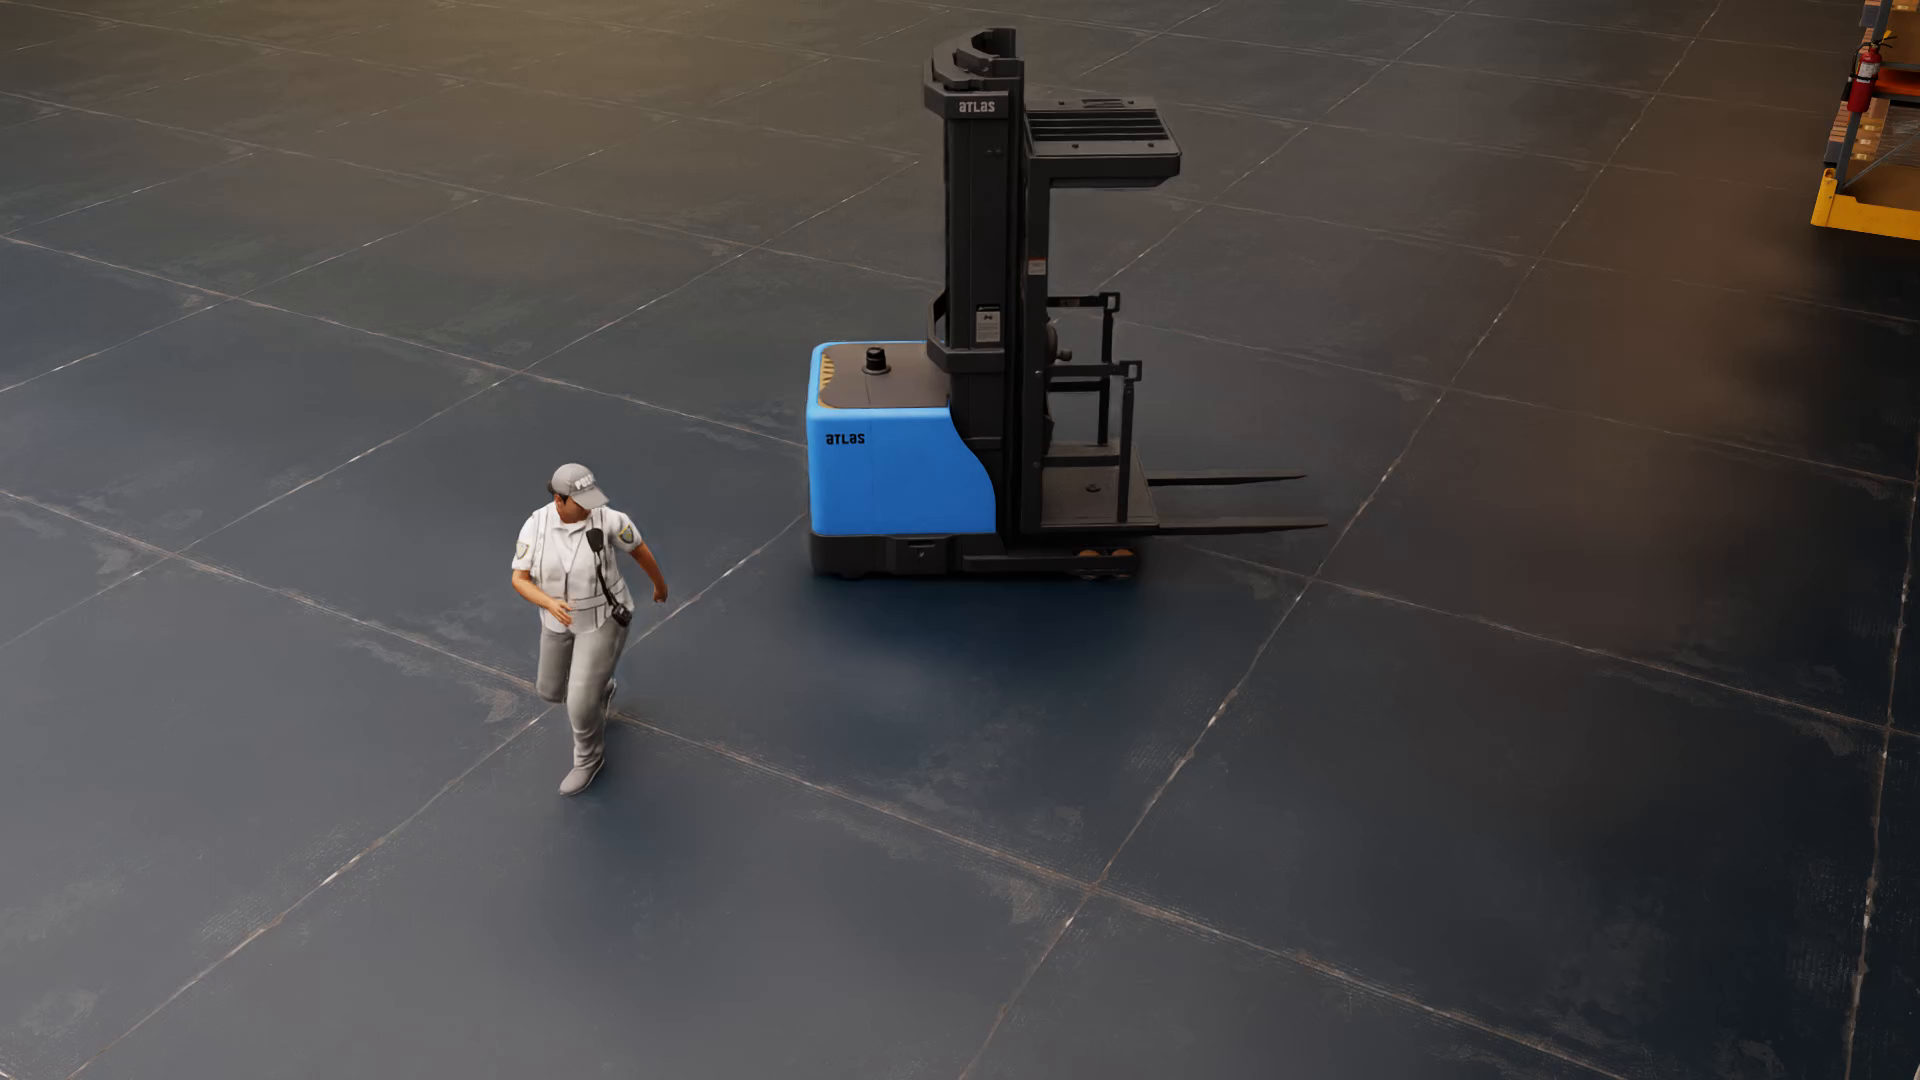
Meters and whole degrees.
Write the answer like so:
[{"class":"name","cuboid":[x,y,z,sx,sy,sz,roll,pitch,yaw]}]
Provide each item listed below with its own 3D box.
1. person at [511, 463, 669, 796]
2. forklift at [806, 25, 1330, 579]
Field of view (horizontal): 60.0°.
[{"class":"person","cuboid":[-1.764,0.356,7.828,0.533,1.588,0.776,9,31,15]},{"class":"forklift","cuboid":[0.636,-1.308,9.336,3.031,2.935,1.130,-1,30,-2]}]
